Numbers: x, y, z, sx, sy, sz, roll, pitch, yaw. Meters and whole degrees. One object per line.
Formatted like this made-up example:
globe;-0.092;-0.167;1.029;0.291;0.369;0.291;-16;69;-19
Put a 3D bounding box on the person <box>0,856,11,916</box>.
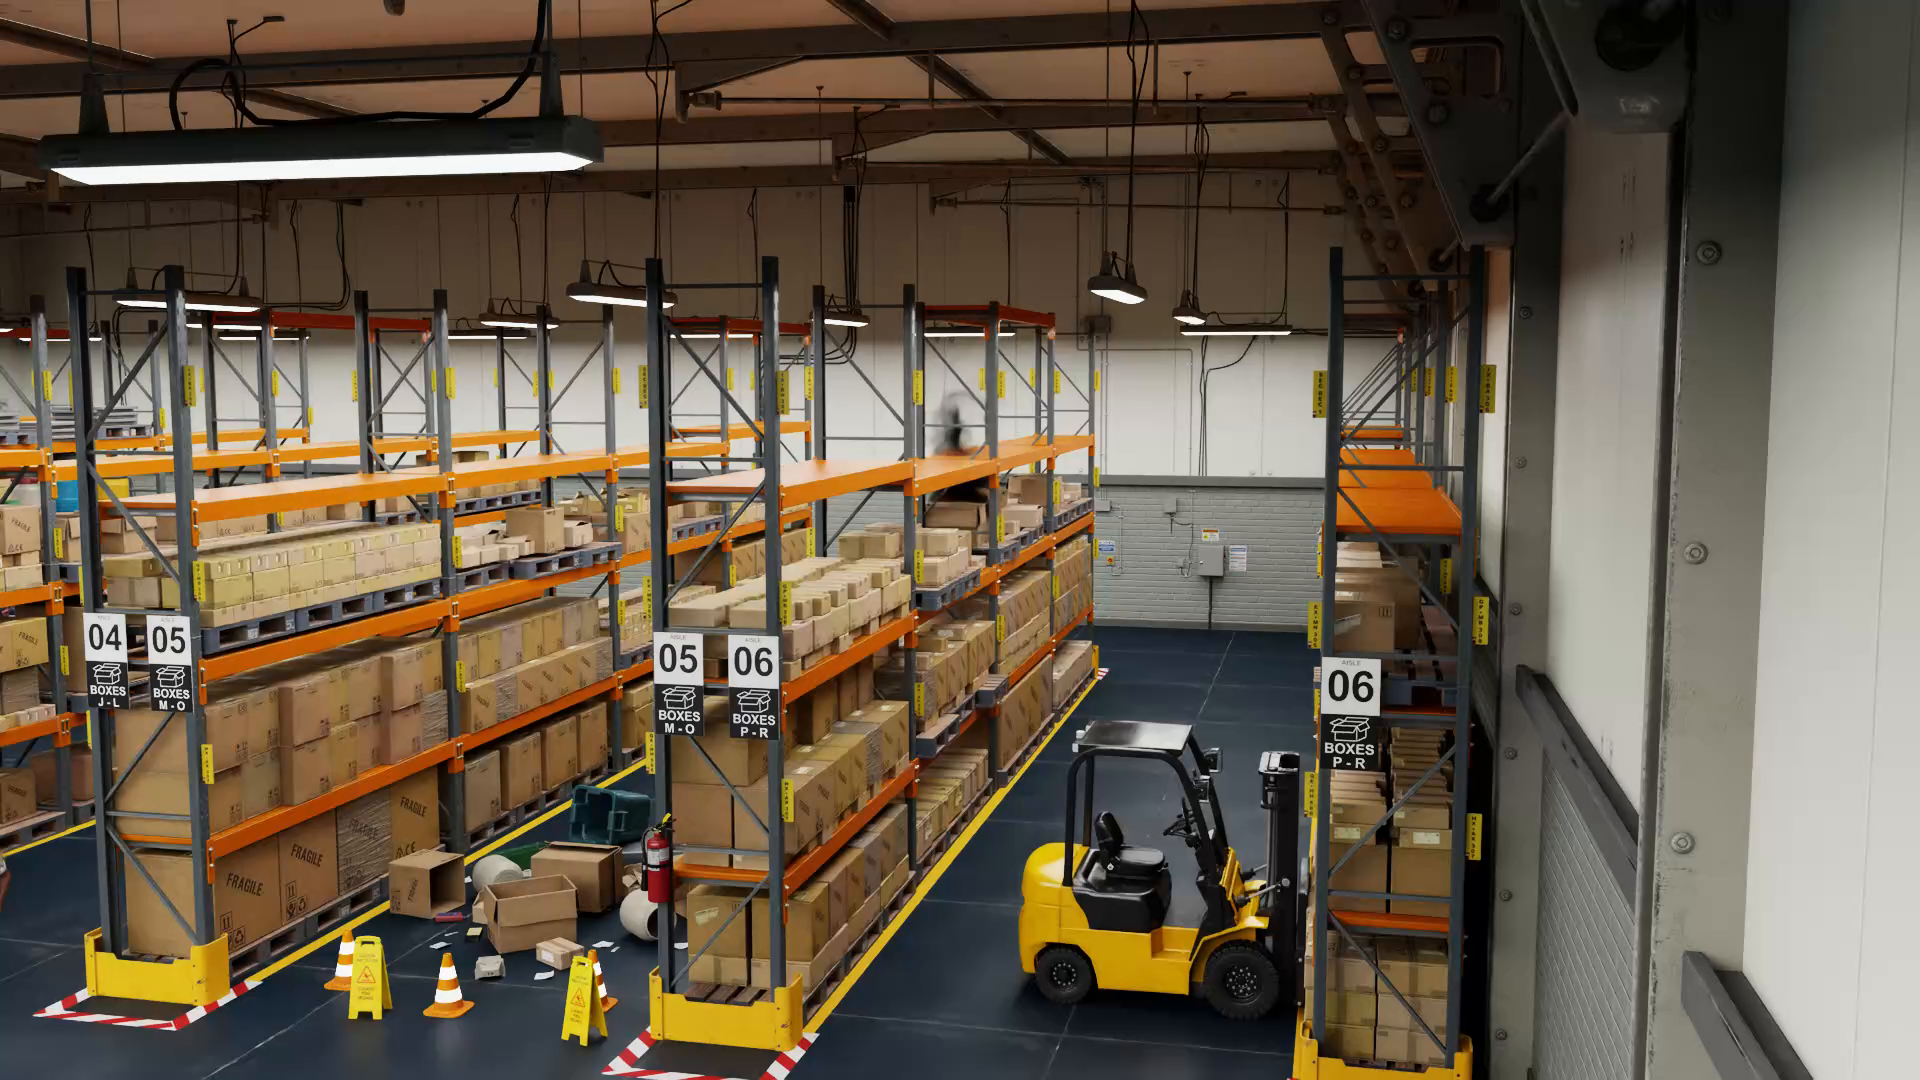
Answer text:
person;-7.965;2.996;13.283;0.650;1.653;0.880;-2;6;-18
